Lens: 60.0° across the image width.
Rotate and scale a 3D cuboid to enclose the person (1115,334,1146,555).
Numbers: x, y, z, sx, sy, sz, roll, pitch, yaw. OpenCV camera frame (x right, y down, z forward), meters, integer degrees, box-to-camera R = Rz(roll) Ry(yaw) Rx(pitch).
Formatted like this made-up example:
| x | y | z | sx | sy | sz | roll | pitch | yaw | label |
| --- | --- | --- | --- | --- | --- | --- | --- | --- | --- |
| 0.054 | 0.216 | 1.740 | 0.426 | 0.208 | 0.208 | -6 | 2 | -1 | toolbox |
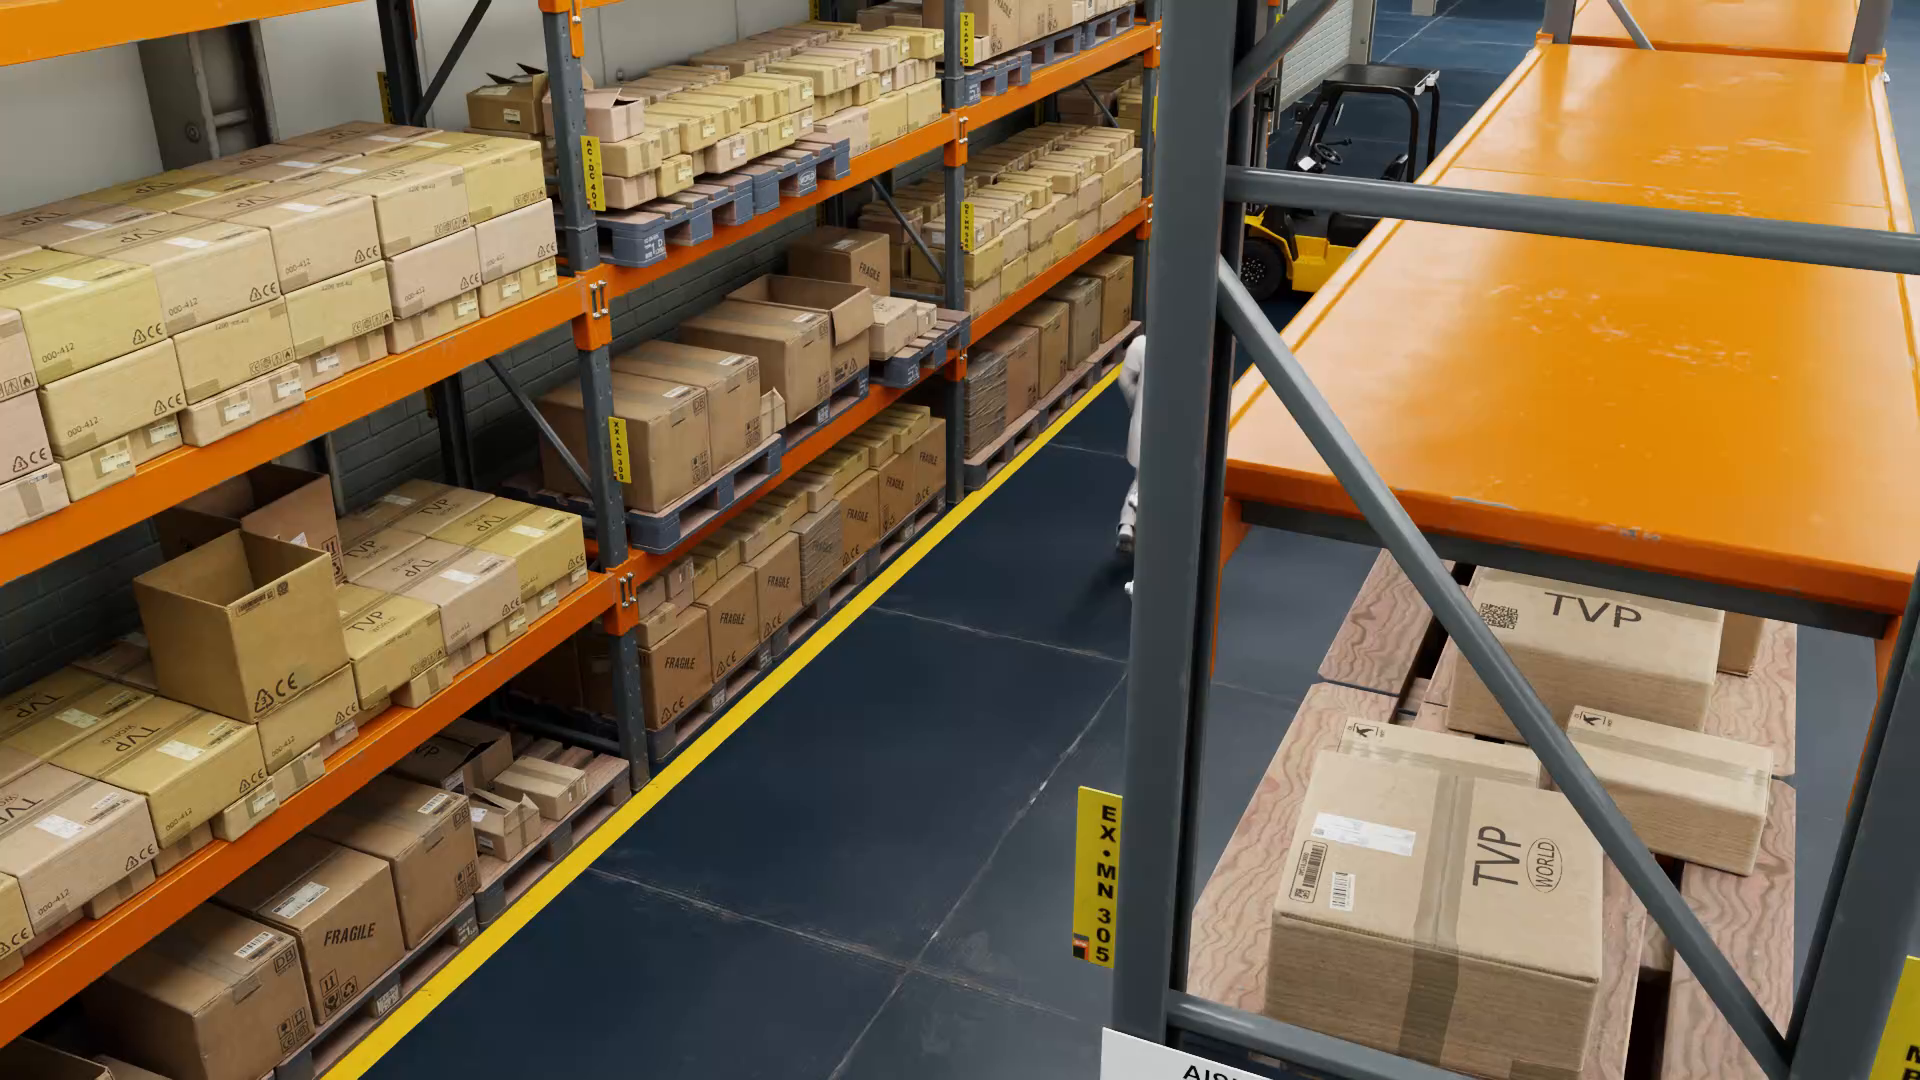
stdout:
| x | y | z | sx | sy | sz | roll | pitch | yaw | label |
| --- | --- | --- | --- | --- | --- | --- | --- | --- | --- |
| 1.300 | -0.675 | 10.884 | 0.666 | 1.746 | 0.772 | 10 | 28 | 20 | person |
